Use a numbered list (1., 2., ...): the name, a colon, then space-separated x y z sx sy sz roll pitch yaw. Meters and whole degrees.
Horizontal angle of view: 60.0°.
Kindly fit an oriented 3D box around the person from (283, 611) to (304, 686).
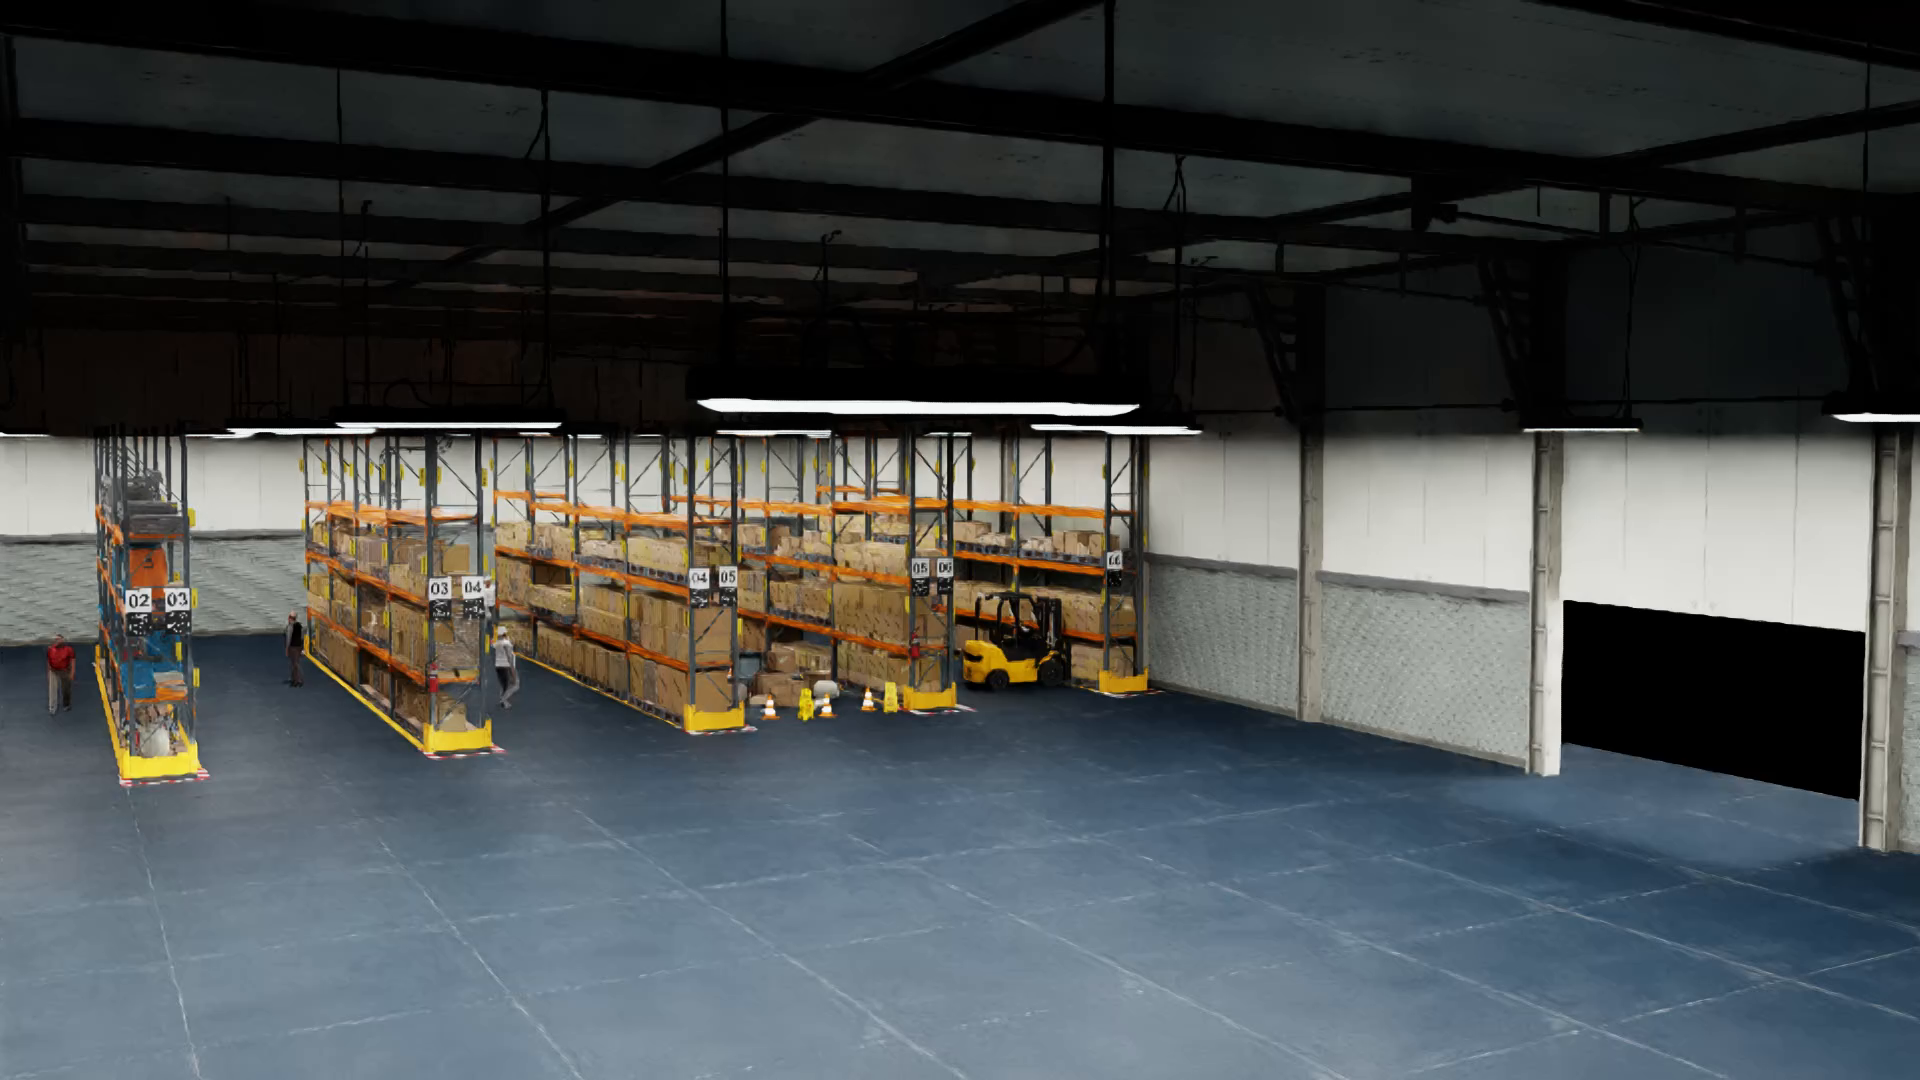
1. person: -15.506 2.514 38.630 0.576 1.708 0.626 0 3 1

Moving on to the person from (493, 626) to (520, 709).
1. person: -9.657 2.701 35.265 0.569 1.770 0.446 2 4 34

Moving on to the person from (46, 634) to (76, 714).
1. person: -18.739 2.777 34.654 0.557 1.654 1.070 -2 4 -25

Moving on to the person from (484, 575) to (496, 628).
1. person: -13.966 1.892 49.304 0.616 1.721 0.973 0 3 -7
